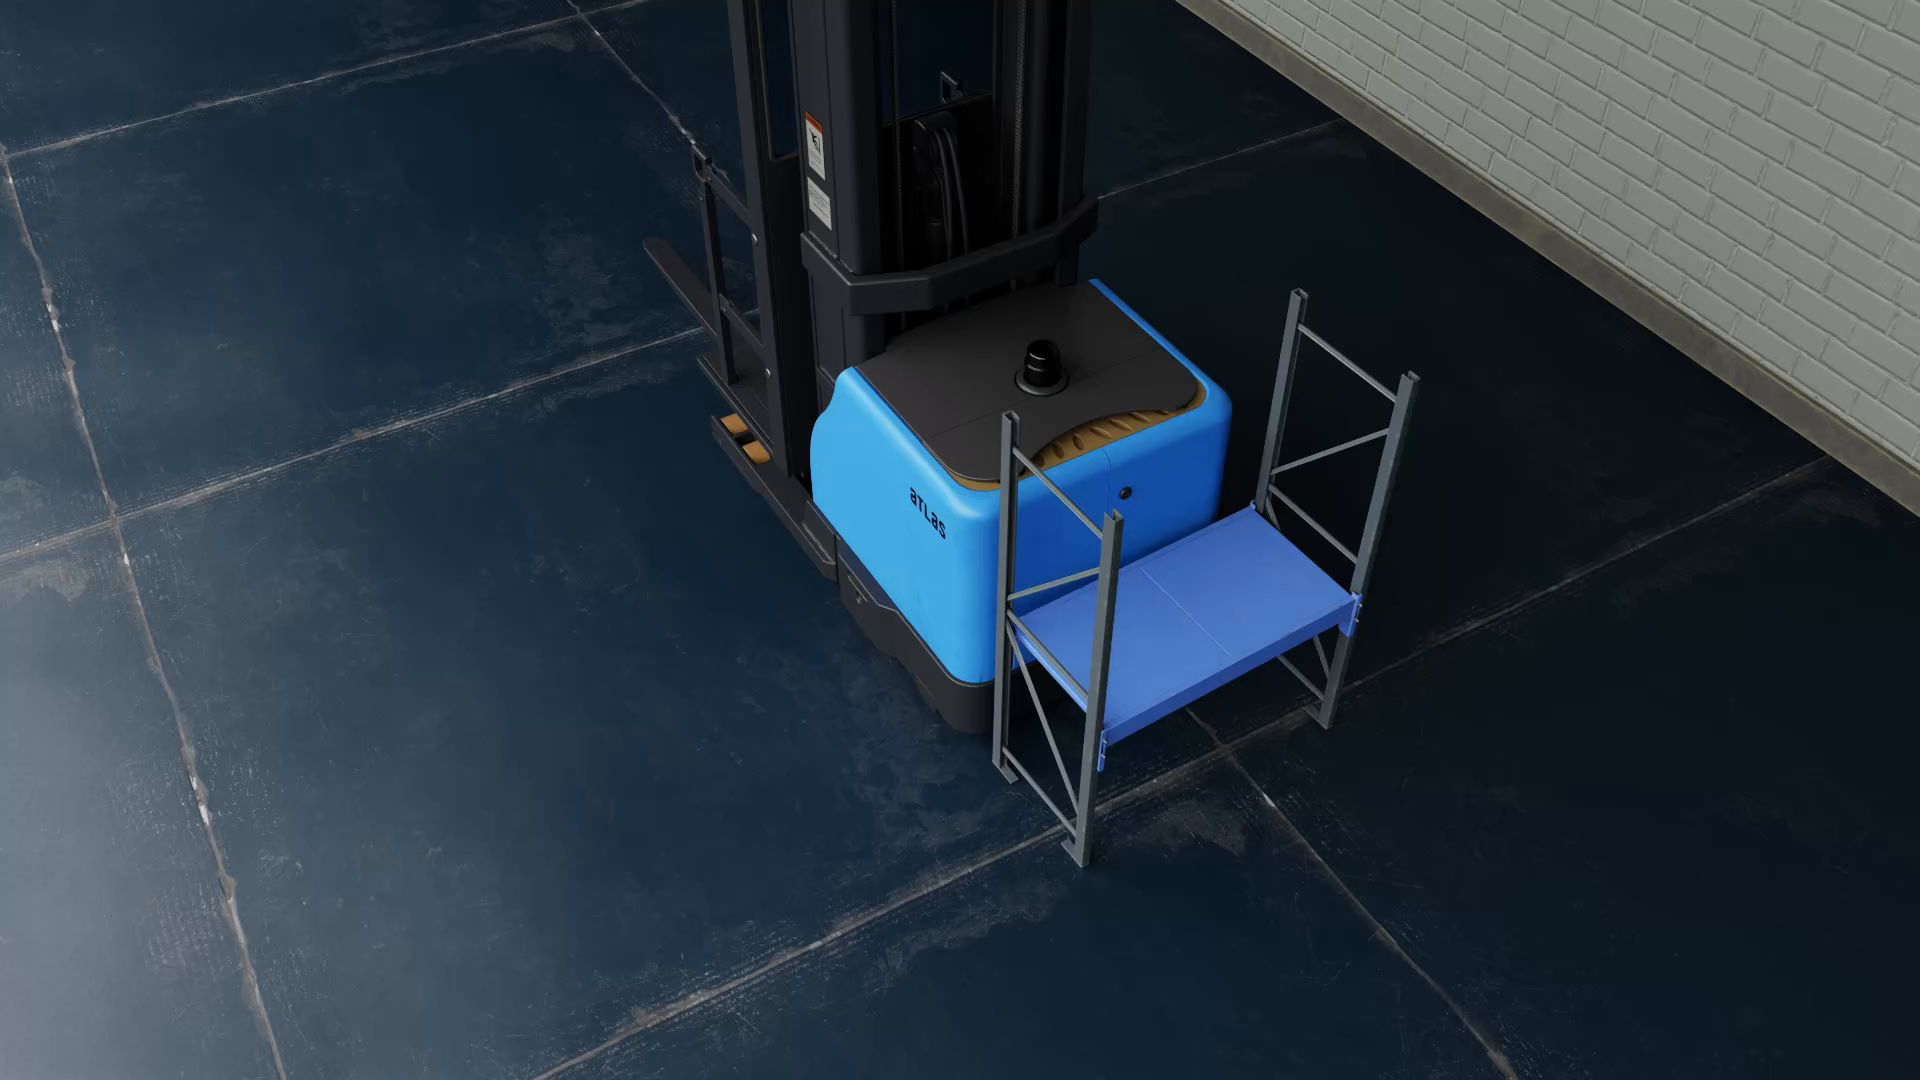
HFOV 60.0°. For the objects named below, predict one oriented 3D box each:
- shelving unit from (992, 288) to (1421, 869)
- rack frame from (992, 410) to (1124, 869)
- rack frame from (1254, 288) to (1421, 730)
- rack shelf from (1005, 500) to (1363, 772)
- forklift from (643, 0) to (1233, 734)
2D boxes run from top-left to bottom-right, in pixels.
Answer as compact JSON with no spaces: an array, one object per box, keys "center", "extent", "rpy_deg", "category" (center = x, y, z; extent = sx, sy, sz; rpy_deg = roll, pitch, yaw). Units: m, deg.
[{"center":[0.685,0.145,5.021],"extent":[1.048,1.500,0.538],"rpy_deg":[-24,50,-23],"category":"shelving unit"},{"center":[0.259,0.338,4.822],"extent":[0.032,1.500,0.500],"rpy_deg":[-24,50,-23],"category":"rack frame"},{"center":[1.110,-0.048,5.221],"extent":[0.032,1.500,0.500],"rpy_deg":[-24,50,-23],"category":"rack frame"},{"center":[0.684,0.273,5.147],"extent":[1.000,0.185,0.538],"rpy_deg":[-24,50,-23],"category":"rack shelf"},{"center":[-0.321,-1.423,5.612],"extent":[1.130,2.935,3.031],"rpy_deg":[-23,49,-22],"category":"forklift"}]
